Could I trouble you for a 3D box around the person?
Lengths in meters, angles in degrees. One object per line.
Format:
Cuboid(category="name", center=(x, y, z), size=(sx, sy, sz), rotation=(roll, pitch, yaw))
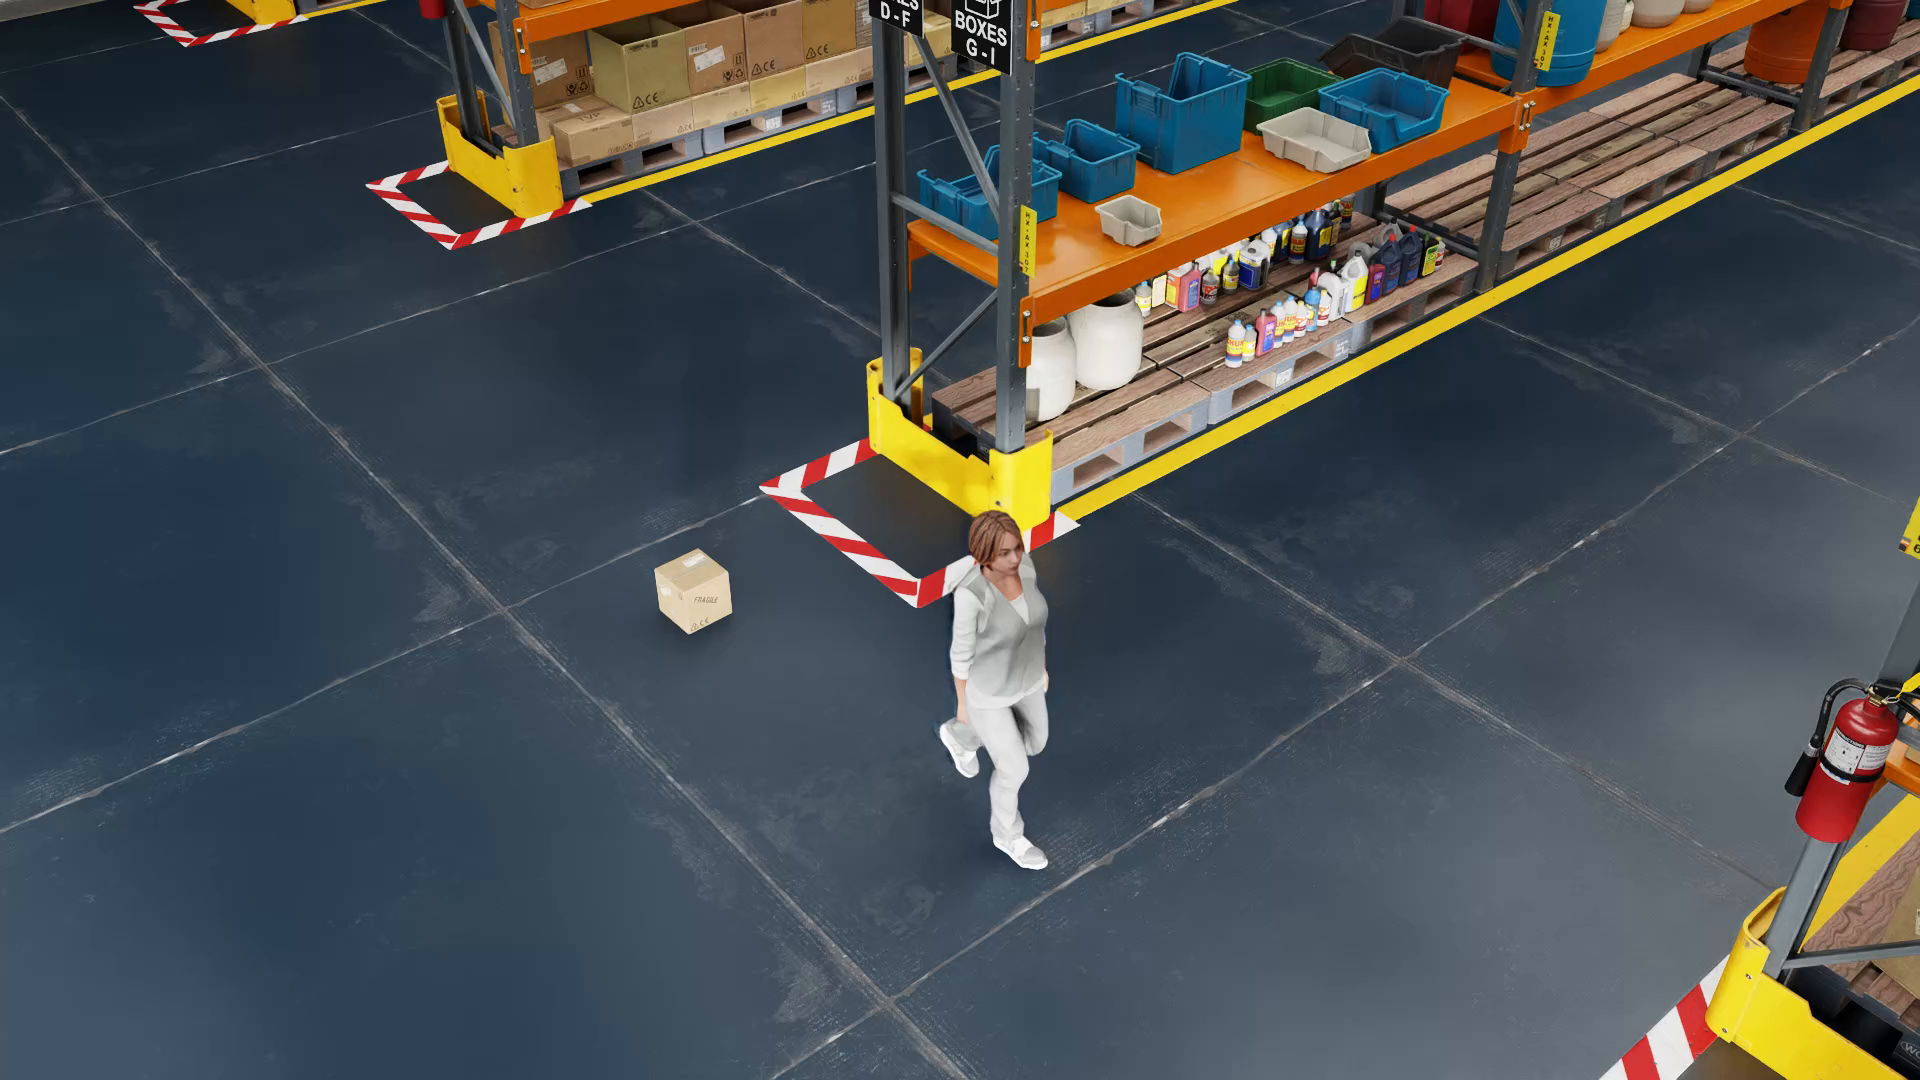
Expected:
Cuboid(category="person", center=(0.124, 0.530, 6.337), size=(0.667, 1.570, 0.415), rotation=(29, 45, 33))
